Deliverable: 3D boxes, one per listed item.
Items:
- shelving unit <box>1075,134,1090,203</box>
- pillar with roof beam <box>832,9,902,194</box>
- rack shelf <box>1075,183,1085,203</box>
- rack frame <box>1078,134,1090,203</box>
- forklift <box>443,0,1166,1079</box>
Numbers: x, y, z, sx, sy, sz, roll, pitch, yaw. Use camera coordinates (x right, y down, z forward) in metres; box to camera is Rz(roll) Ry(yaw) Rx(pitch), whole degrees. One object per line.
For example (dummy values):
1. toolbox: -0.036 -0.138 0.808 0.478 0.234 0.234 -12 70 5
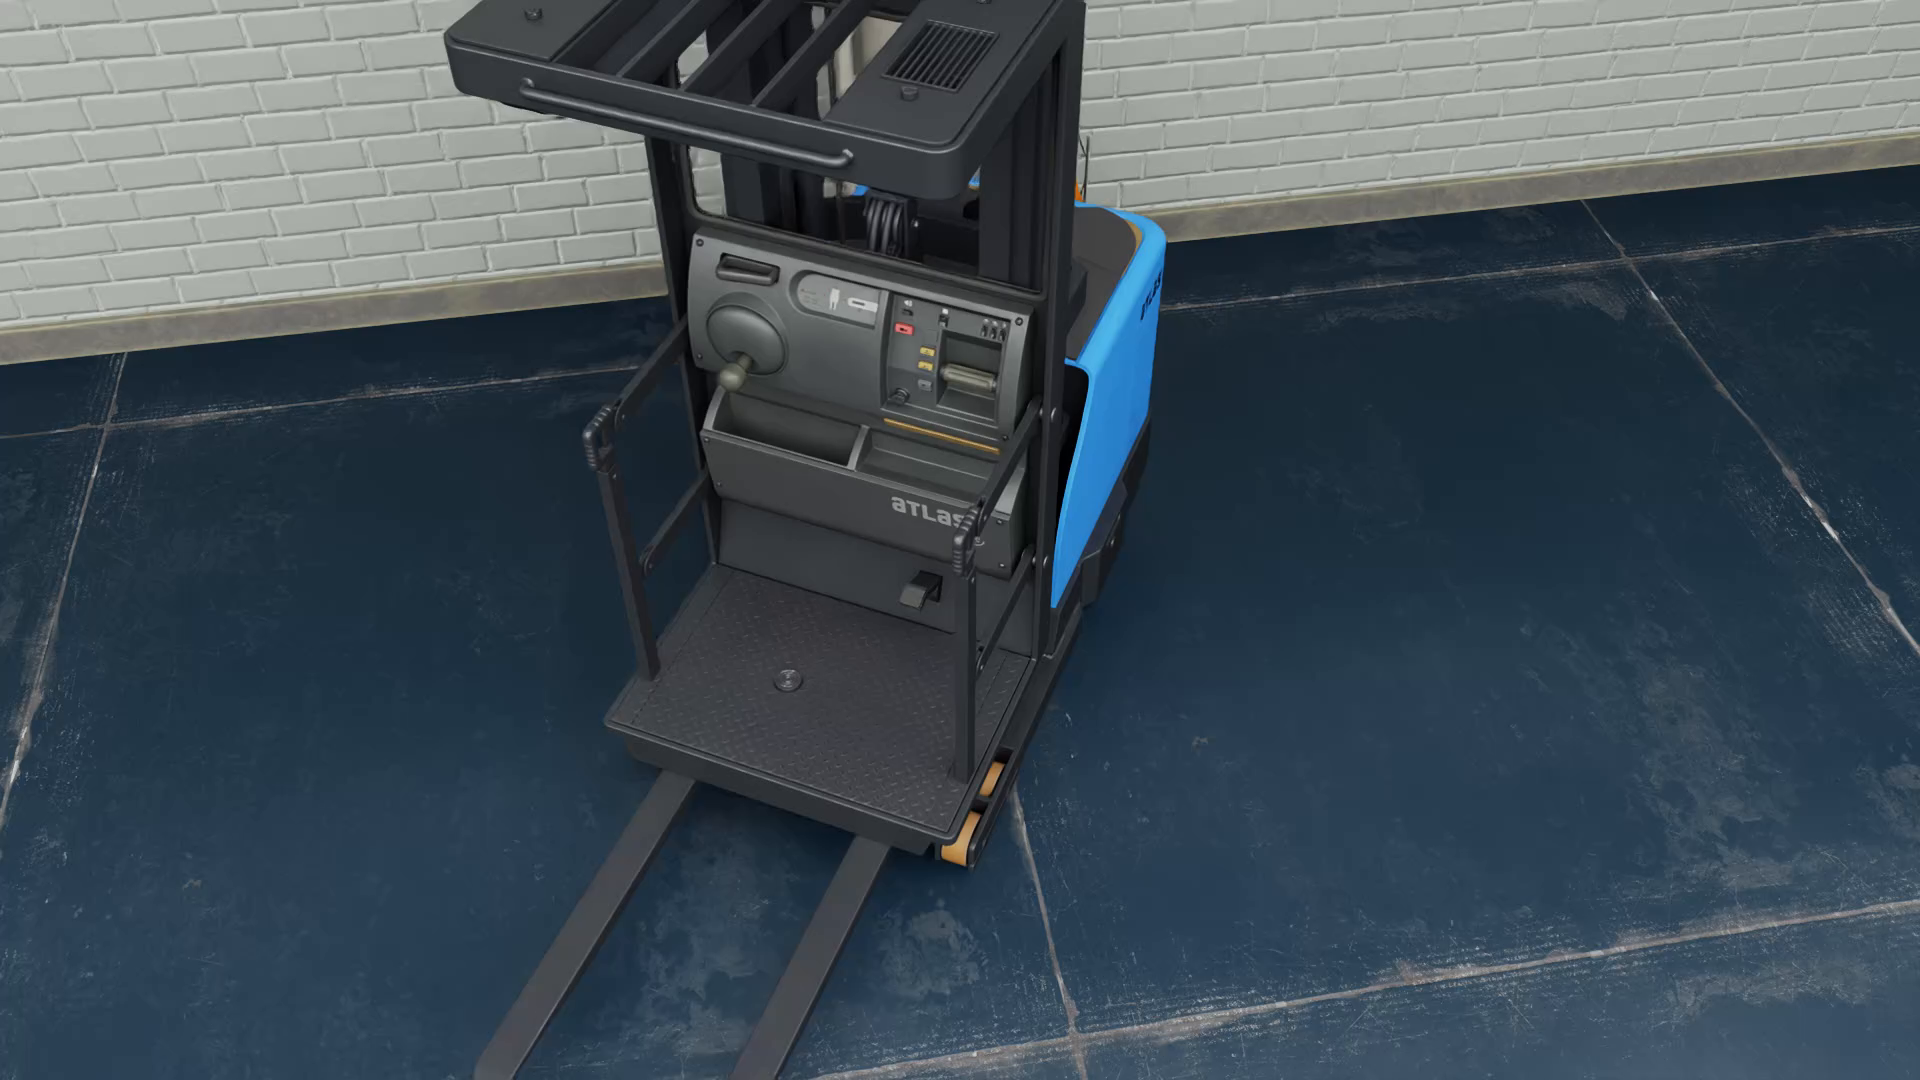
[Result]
1. shelving unit: 0.304 -0.941 5.823 0.189 1.200 0.258 -6 46 -6
2. pillar with roof beam: 0.477 -1.083 0.545 0.400 9.000 9.100 -7 46 -7
3. rack shelf: 0.304 -1.160 5.596 0.180 0.103 0.258 -6 46 -6
4. rack frame: 0.395 -0.951 5.833 0.006 1.200 0.240 -6 46 -6
5. forklift: -0.349 -0.422 4.121 1.130 2.935 3.031 16 48 15
